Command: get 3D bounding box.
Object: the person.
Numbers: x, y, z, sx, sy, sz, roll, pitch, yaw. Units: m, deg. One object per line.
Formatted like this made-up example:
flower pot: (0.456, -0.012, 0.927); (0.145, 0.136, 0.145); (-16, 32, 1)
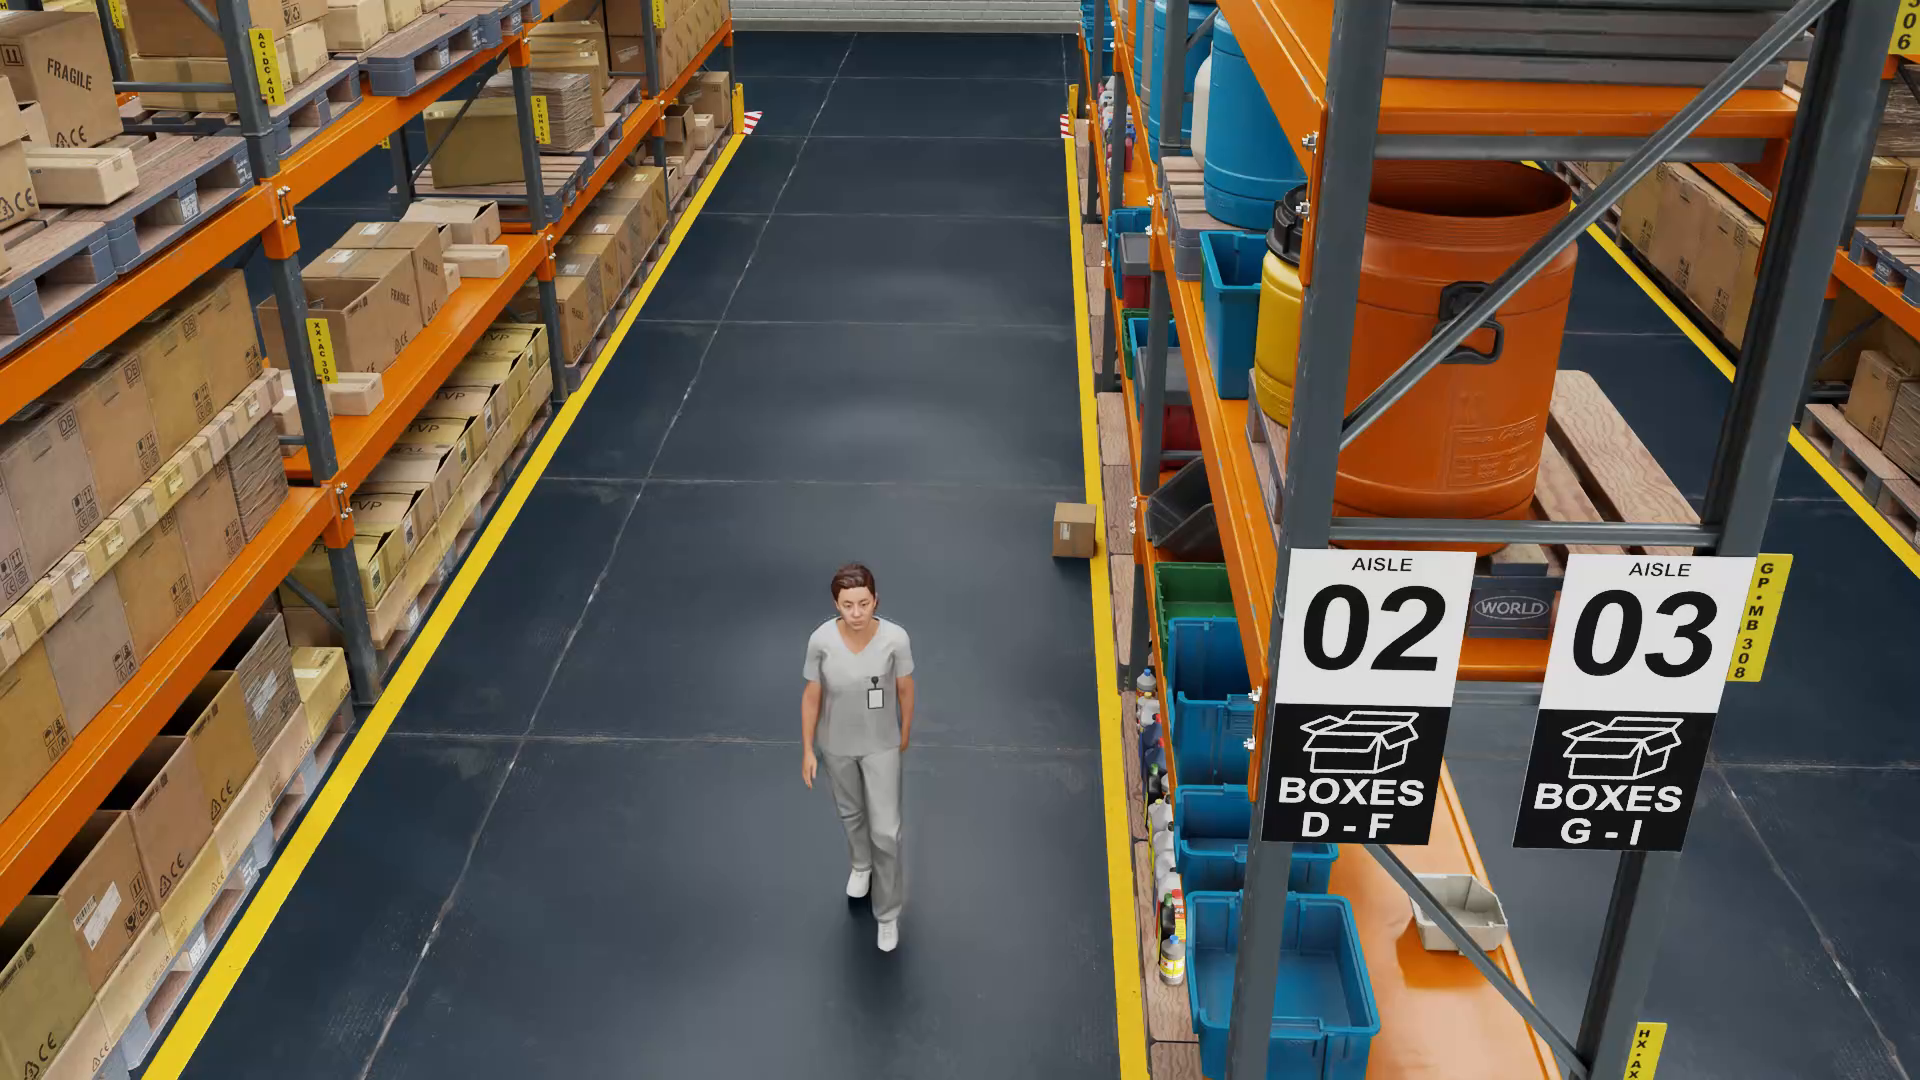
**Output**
person: (-0.425, 0.914, 6.975); (0.457, 1.721, 0.592); (2, 28, 4)
